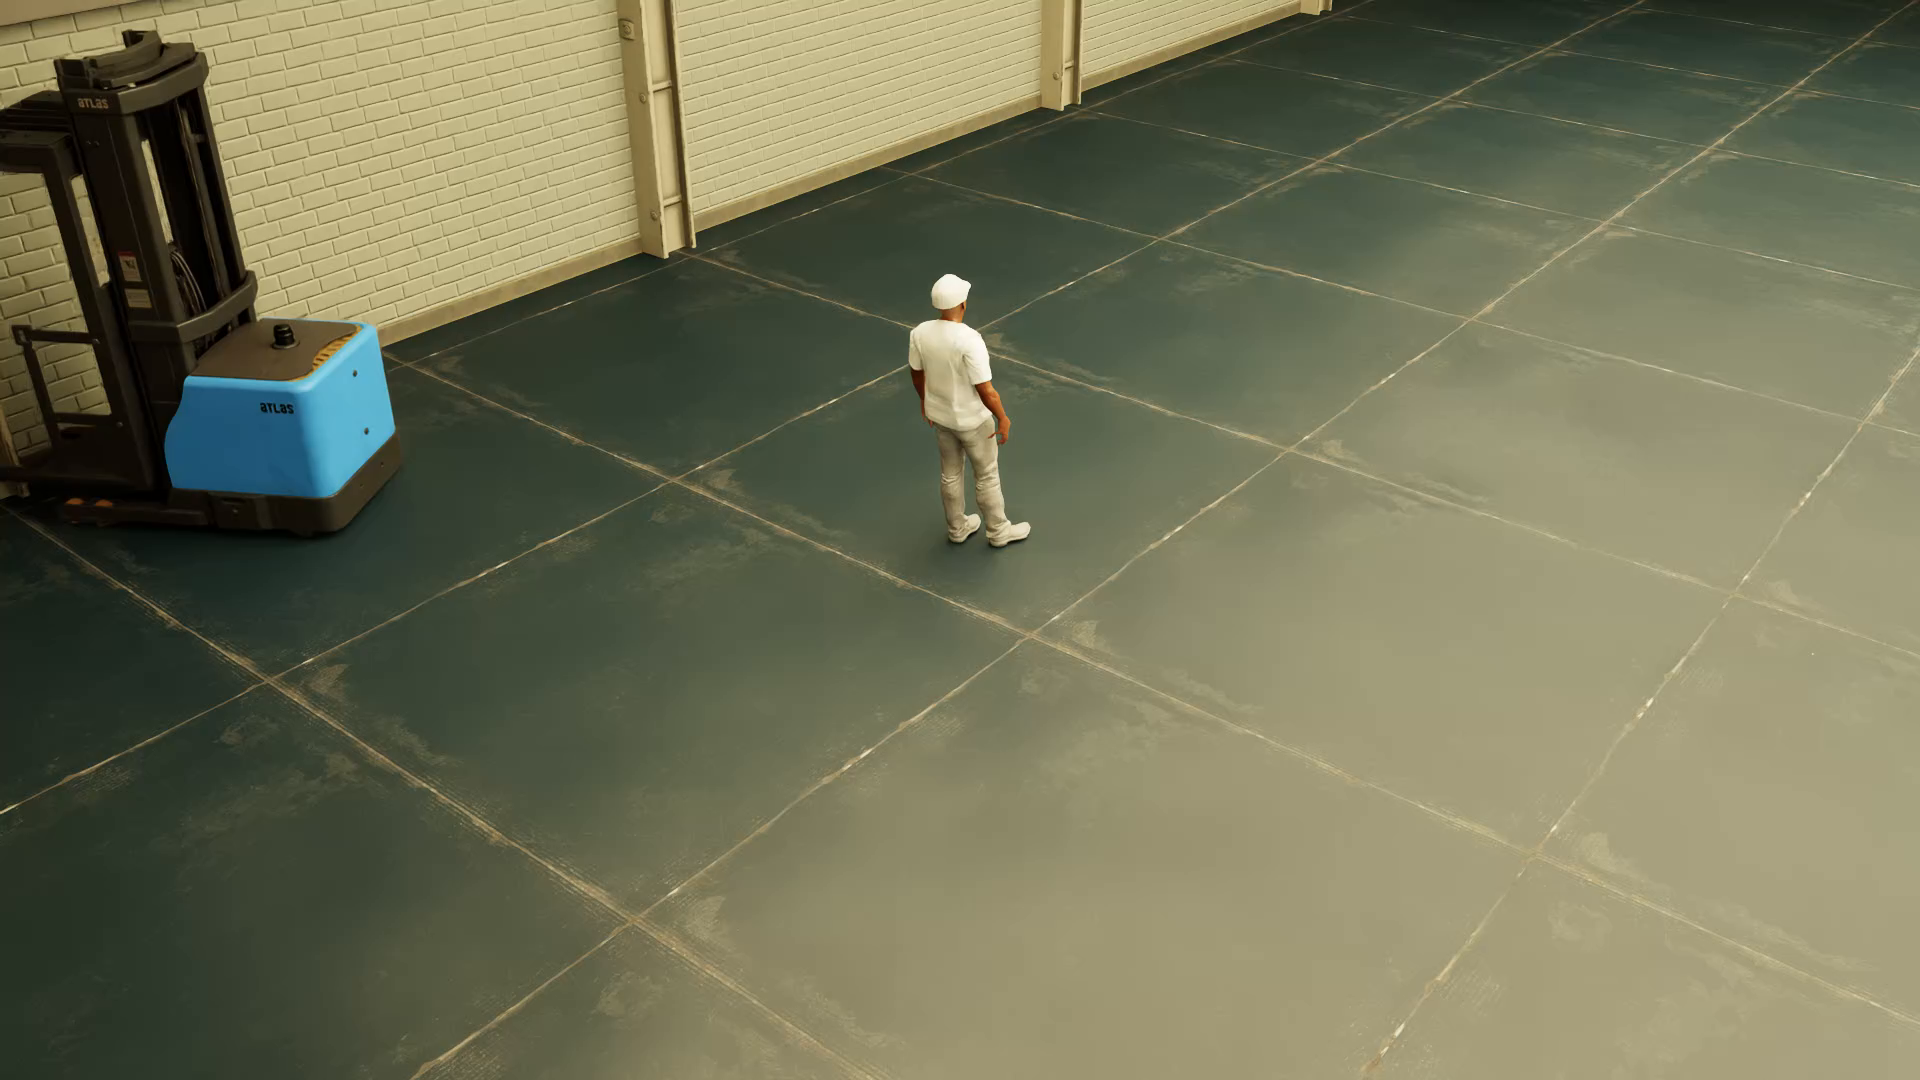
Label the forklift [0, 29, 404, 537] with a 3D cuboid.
[{"bbox_3d":[-5.324,-1.611,10.352,3.031,2.935,1.130,4,31,7],"label":"forklift"}]

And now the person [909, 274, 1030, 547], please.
[{"bbox_3d":[0.049,-0.795,10.095,0.665,1.768,0.575,22,37,33],"label":"person"}]
